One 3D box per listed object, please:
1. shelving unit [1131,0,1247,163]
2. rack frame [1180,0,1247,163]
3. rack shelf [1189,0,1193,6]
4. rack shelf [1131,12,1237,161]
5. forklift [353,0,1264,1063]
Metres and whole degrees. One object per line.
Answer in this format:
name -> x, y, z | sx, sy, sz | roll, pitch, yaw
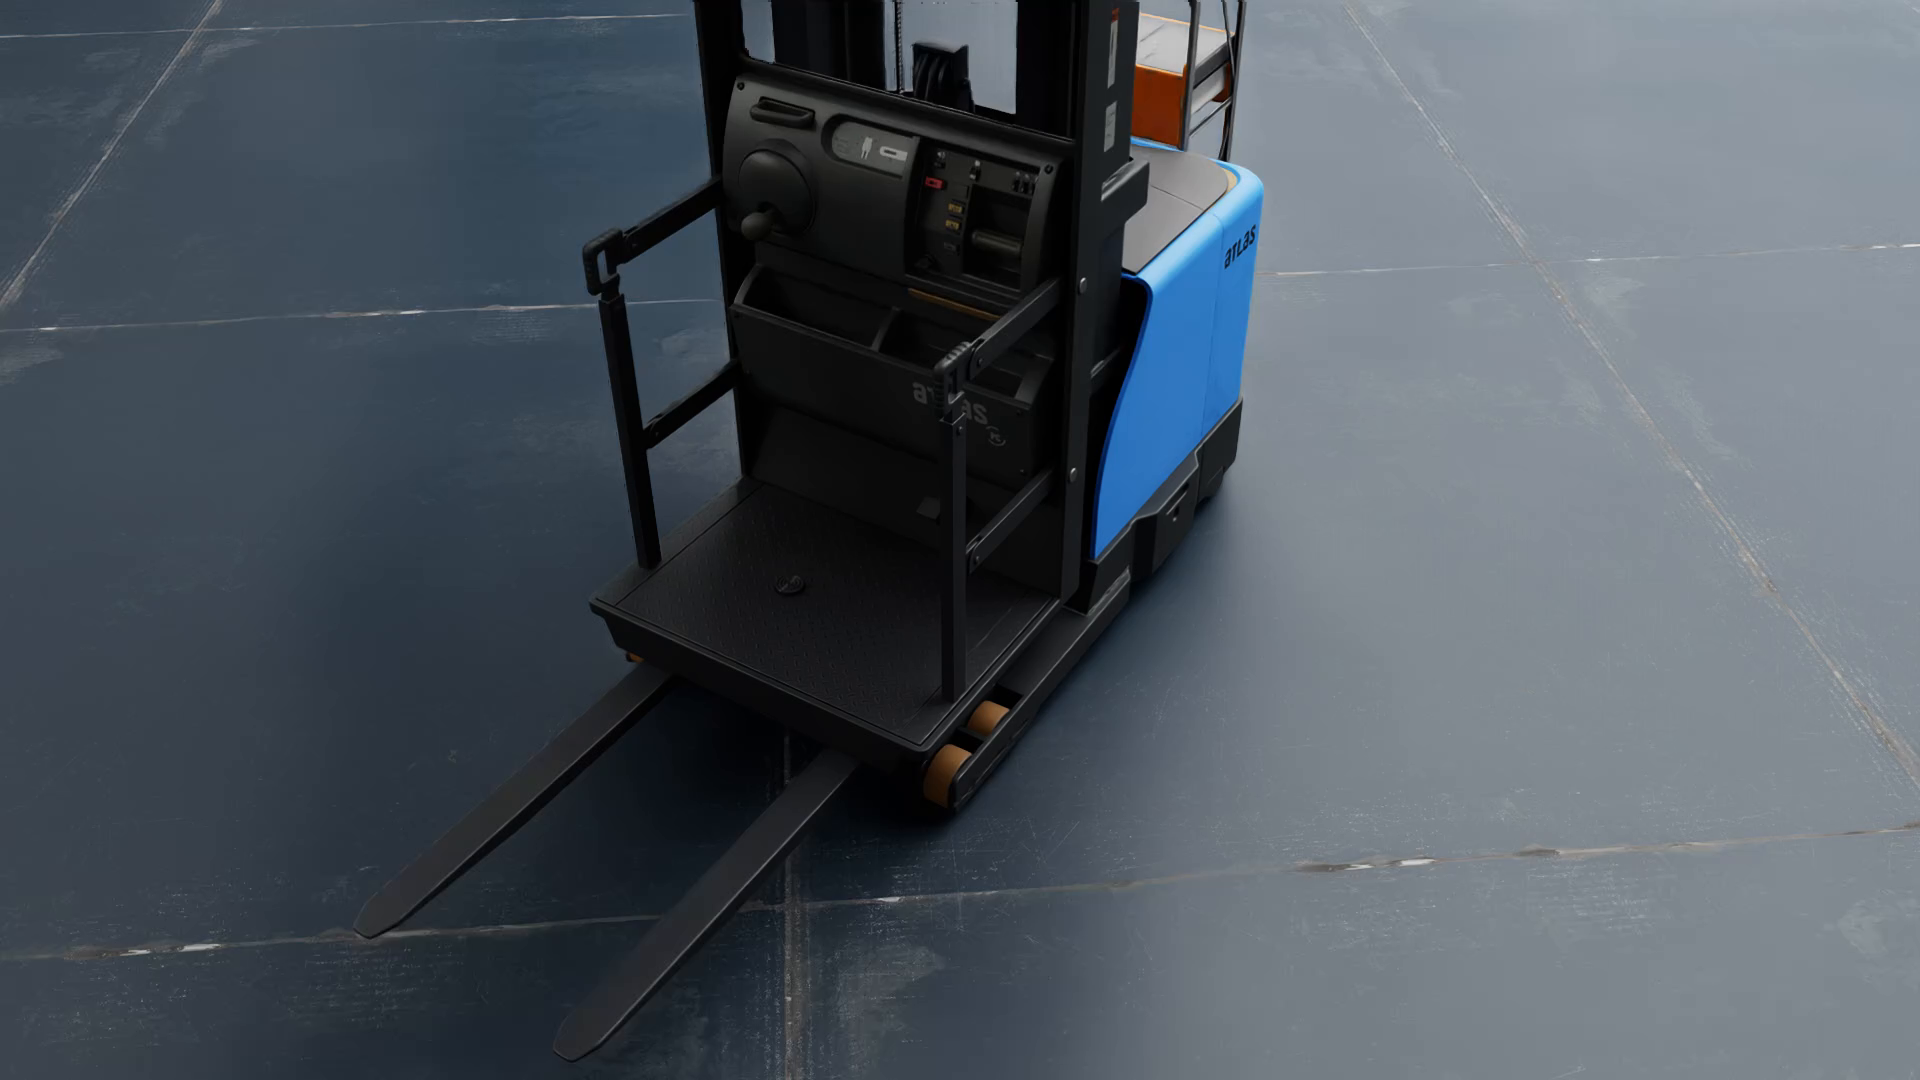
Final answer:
shelving unit -> 0.574, -1.399, 5.328 | 0.503, 2.100, 0.431 | 21, 43, 24
rack frame -> 0.783, -1.321, 5.229 | 0.015, 2.100, 0.400 | 21, 43, 24
rack shelf -> 0.574, -1.938, 4.903 | 0.480, 0.518, 0.431 | 21, 43, 24
rack shelf -> 0.574, -1.388, 5.337 | 0.480, 0.518, 0.431 | 21, 43, 24
forklift -> -0.296, -0.781, 3.873 | 1.130, 2.935, 3.031 | 21, 43, 25
